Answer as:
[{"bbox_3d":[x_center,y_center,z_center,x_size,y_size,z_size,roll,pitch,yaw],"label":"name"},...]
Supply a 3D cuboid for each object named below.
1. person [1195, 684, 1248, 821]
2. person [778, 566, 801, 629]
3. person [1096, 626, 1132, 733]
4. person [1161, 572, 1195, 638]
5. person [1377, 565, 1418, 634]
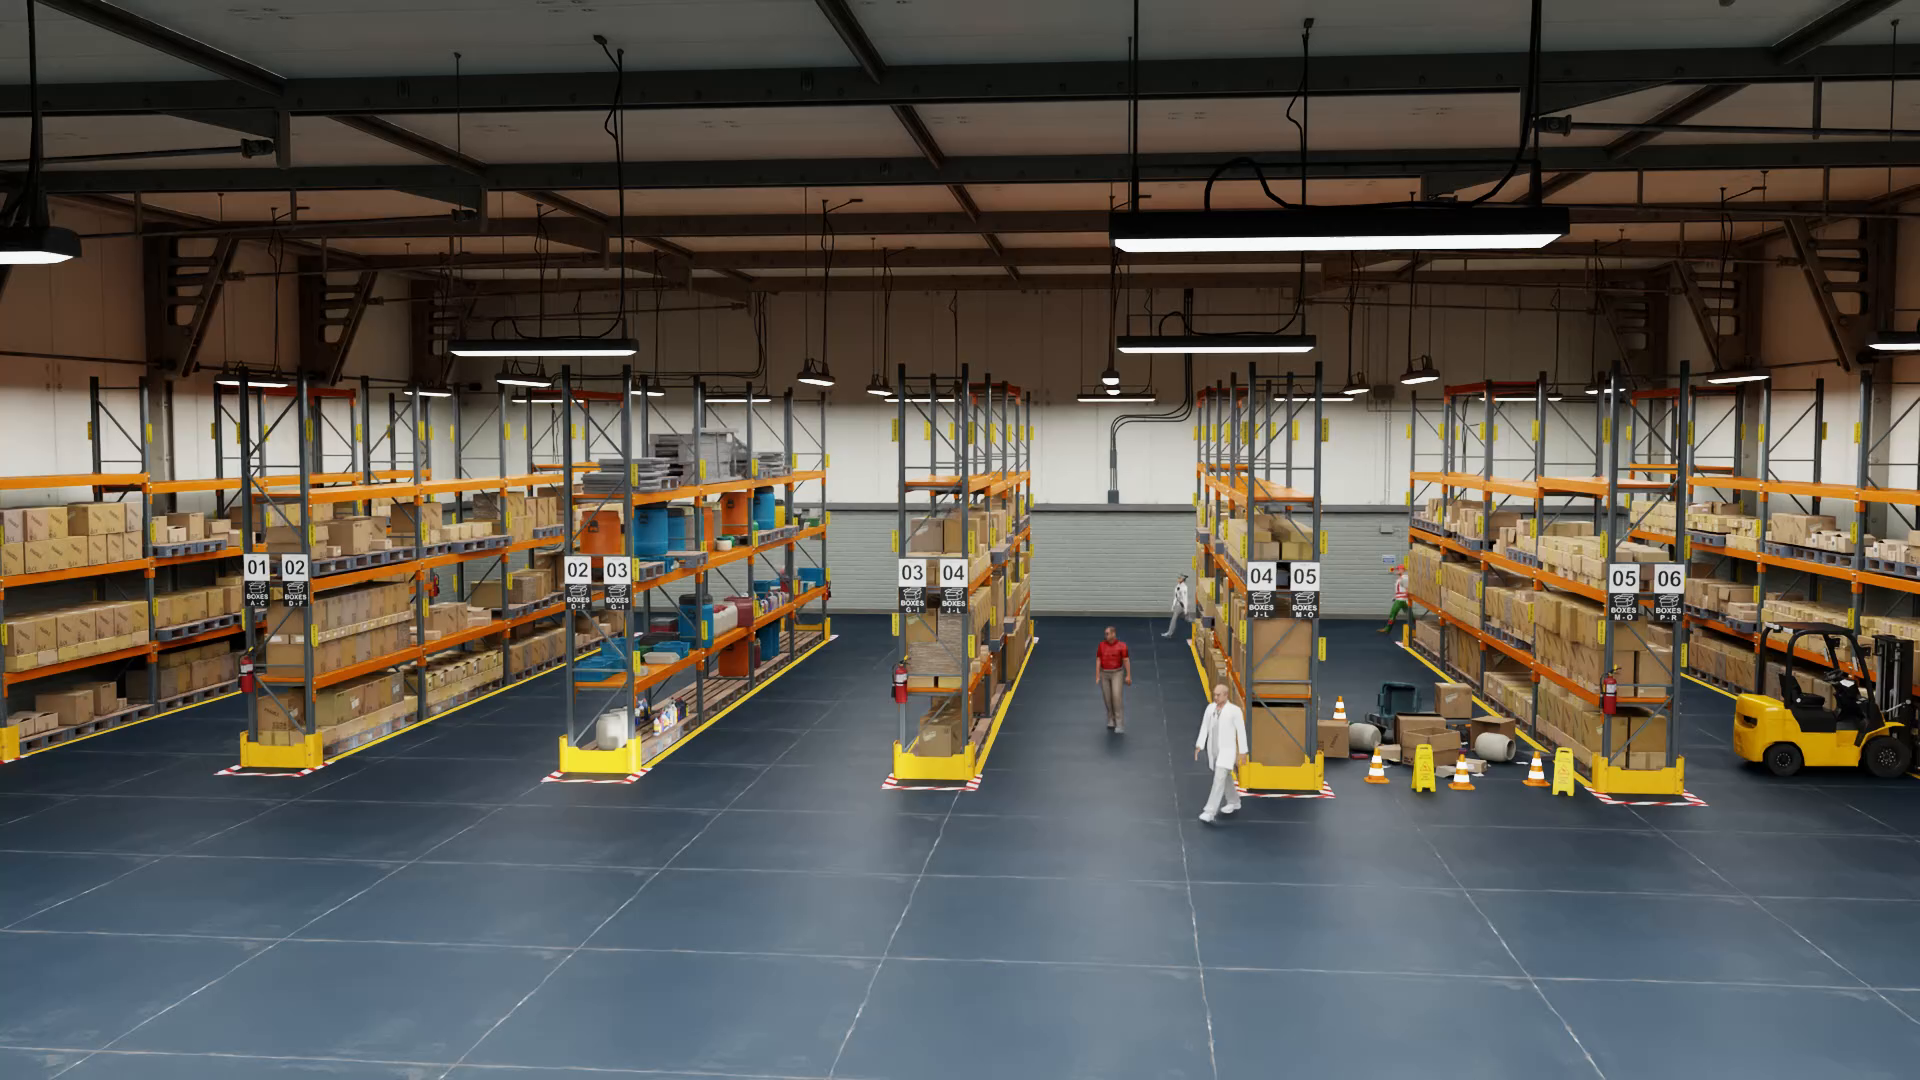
[{"bbox_3d":[3.342,2.734,21.554,1.098,1.725,0.621,-3,5,-40],"label":"person"},{"bbox_3d":[-4.394,1.484,41.586,0.908,1.689,0.553,-1,4,-12],"label":"person"},{"bbox_3d":[2.560,2.340,28.149,0.649,1.729,0.661,2,4,31],"label":"person"},{"bbox_3d":[5.418,1.594,40.476,1.042,1.622,0.446,0,4,5],"label":"person"},{"bbox_3d":[10.952,1.478,41.318,1.092,1.738,0.496,1,4,17],"label":"person"}]
